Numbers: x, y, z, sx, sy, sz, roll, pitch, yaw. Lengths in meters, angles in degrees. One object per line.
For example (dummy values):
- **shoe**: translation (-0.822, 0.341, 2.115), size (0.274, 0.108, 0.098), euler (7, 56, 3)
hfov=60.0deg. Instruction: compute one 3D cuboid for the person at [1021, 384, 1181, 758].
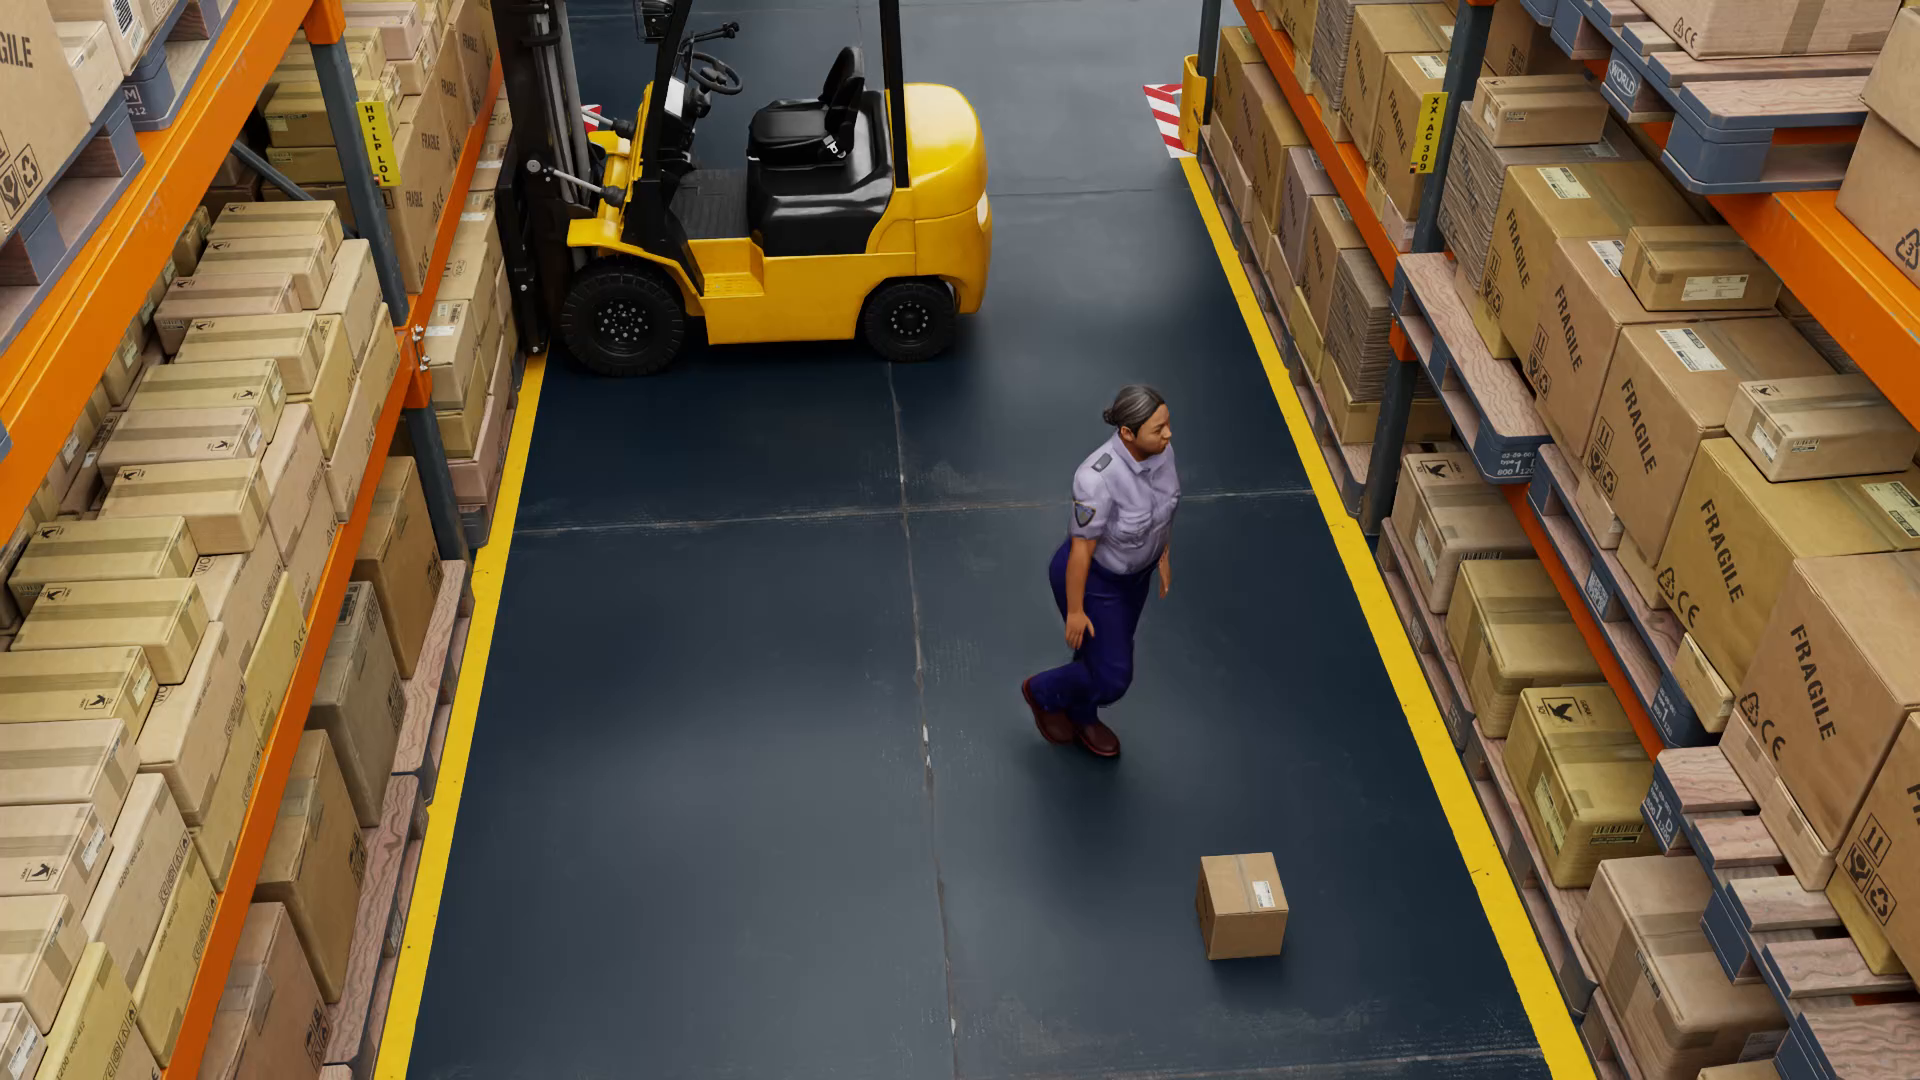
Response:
- **person**: translation (0.518, 0.139, 5.996), size (0.477, 1.613, 0.576), euler (29, 48, 31)
